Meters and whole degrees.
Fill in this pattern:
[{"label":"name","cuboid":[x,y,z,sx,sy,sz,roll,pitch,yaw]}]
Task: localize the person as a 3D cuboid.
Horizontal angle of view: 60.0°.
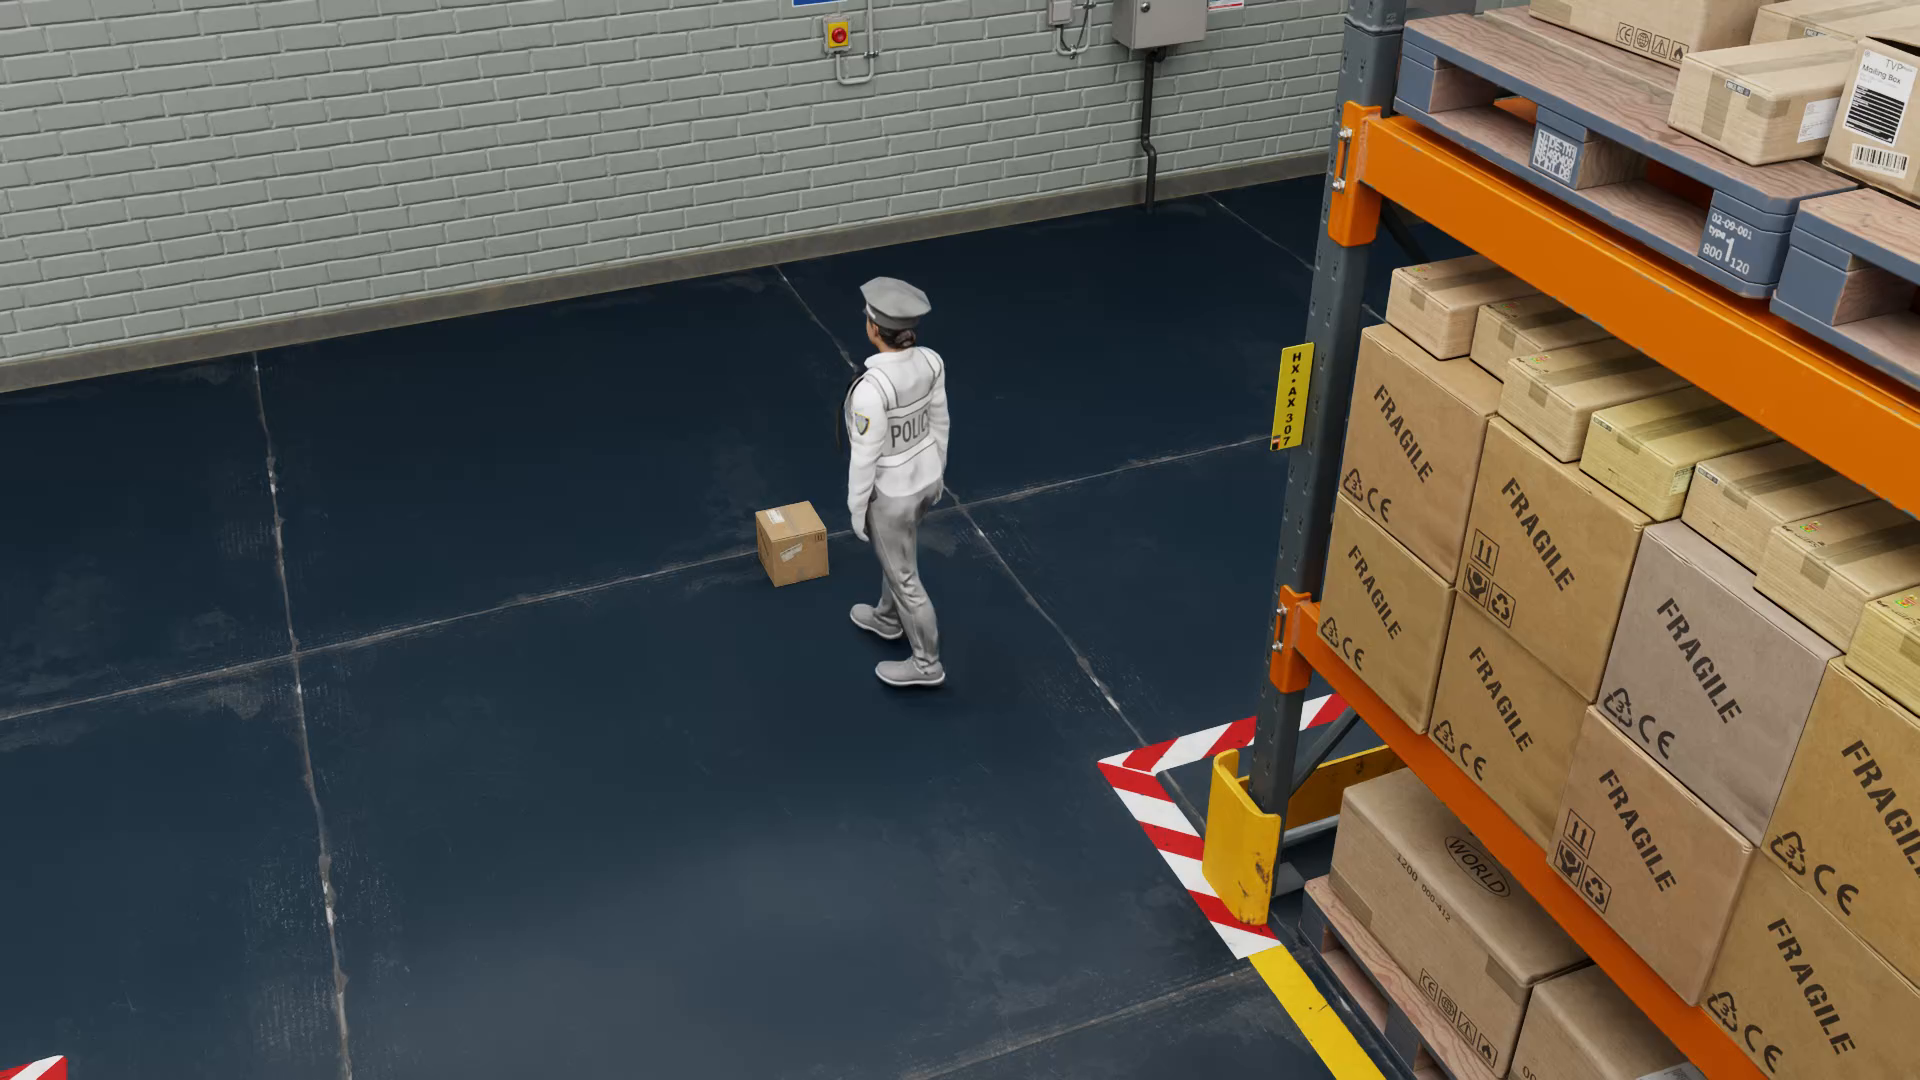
[{"label":"person","cuboid":[-0.294,-0.211,6.432,0.607,1.668,0.486,20,38,27]}]
